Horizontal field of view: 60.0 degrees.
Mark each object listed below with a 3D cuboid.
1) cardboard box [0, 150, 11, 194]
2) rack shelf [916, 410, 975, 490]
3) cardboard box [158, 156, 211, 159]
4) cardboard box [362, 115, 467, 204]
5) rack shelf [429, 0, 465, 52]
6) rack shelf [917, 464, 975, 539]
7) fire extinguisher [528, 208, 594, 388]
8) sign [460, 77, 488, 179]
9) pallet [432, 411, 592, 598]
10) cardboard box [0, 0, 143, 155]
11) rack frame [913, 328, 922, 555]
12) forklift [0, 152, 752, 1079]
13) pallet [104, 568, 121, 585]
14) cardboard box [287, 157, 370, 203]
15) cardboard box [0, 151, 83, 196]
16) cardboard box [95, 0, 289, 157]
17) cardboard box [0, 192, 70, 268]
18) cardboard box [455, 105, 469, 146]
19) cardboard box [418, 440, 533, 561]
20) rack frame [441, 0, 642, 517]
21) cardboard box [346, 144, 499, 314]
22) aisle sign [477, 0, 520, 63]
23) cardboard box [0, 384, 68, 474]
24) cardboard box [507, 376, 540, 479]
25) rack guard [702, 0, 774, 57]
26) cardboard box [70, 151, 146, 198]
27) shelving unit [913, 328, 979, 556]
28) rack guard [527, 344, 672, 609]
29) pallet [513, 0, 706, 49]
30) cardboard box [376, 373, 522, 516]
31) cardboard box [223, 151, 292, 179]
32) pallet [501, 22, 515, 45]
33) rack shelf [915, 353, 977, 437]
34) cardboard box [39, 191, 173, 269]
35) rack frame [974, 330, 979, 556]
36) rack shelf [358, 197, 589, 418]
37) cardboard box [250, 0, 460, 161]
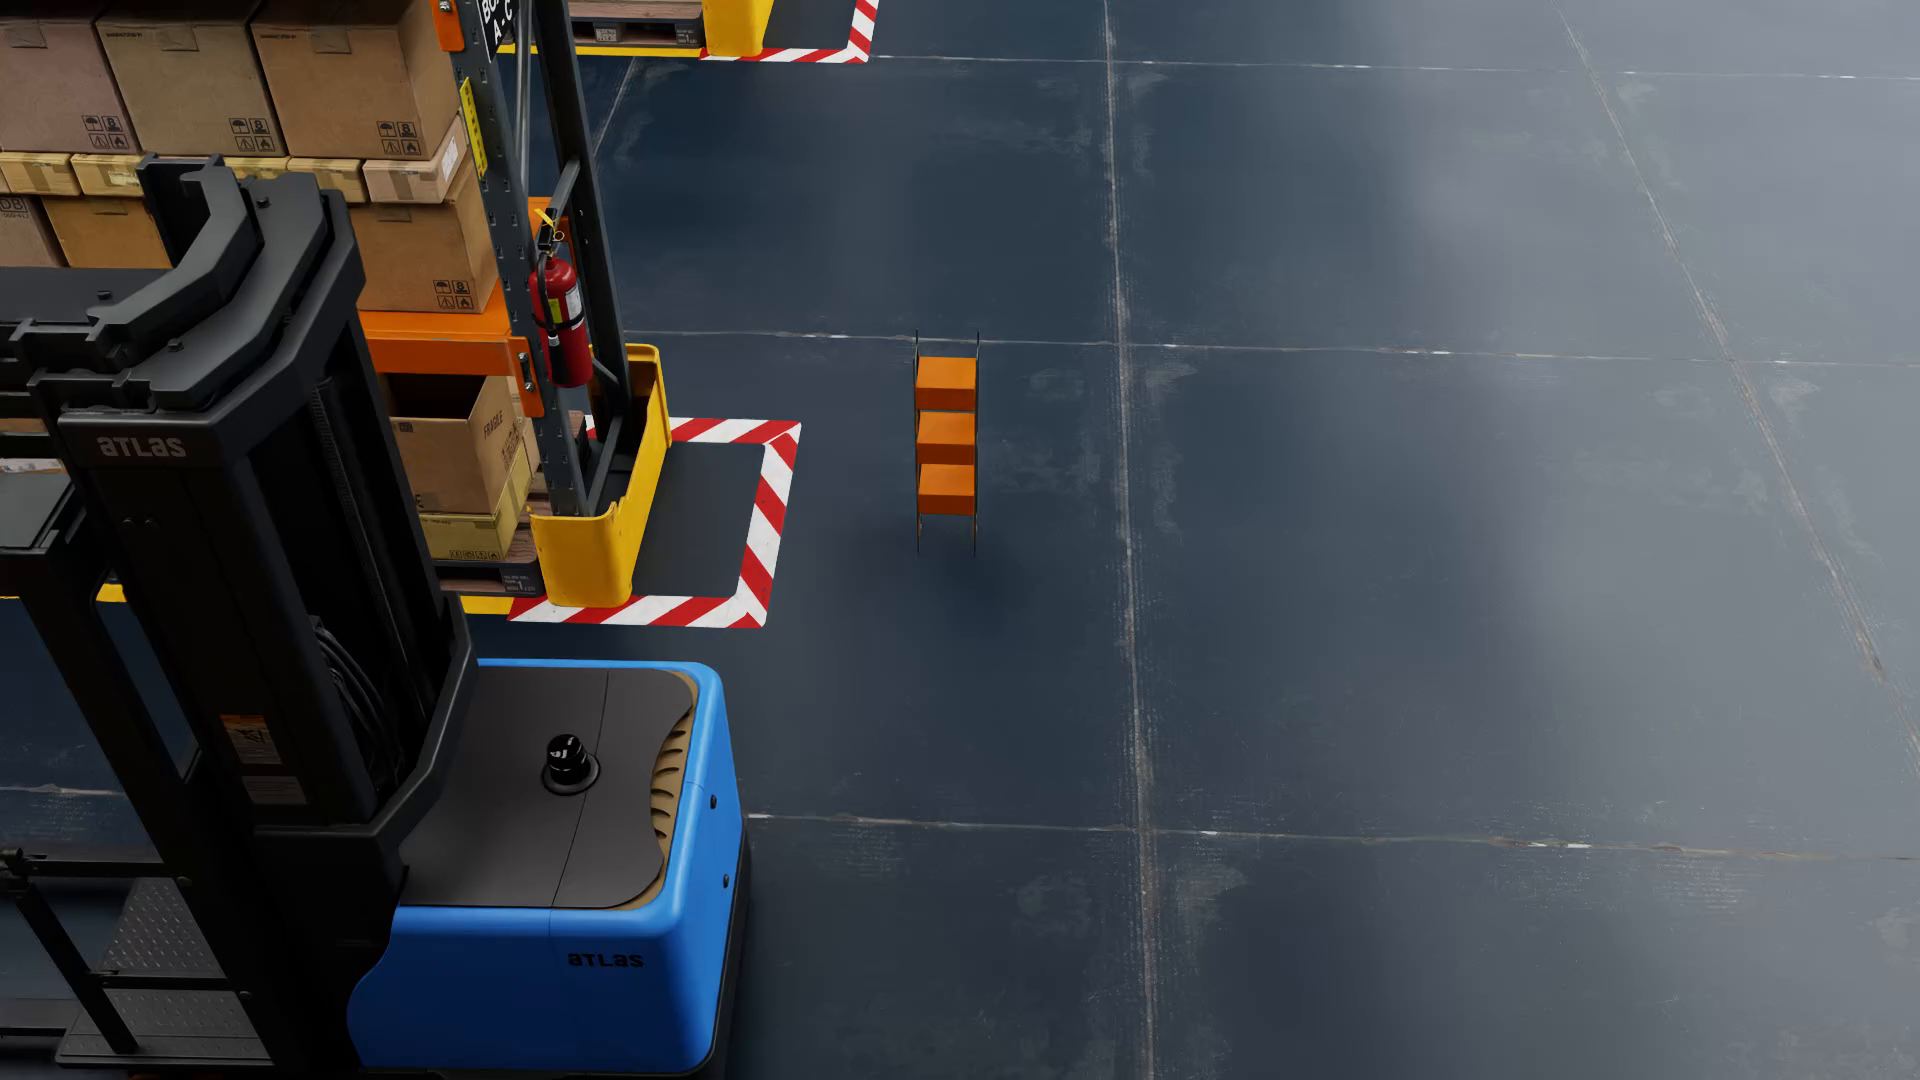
[{"bbox_3d":[-3.502,-1.417,6.021,0.250,0.149,0.380,1,43,1],"label":"cardboard box"},{"bbox_3d":[-0.053,-0.378,6.901,0.240,0.259,0.215,2,43,2],"label":"rack shelf"},{"bbox_3d":[-2.721,-1.395,5.997,0.250,0.149,0.380,2,43,2],"label":"cardboard box"},{"bbox_3d":[-1.953,-1.371,5.971,0.250,0.149,0.380,1,43,1],"label":"cardboard box"},{"bbox_3d":[-3.560,-2.110,5.642,4.000,0.370,1.077,2,43,2],"label":"rack shelf"},{"bbox_3d":[-0.053,-0.175,7.091,0.240,0.259,0.215,2,43,2],"label":"rack shelf"},{"bbox_3d":[-1.465,-0.866,6.036,0.183,0.674,0.296,2,43,2],"label":"fire extinguisher"},{"bbox_3d":[-1.601,-1.356,5.482,0.005,0.325,0.100,2,43,2],"label":"sign"},{"bbox_3d":[-2.328,-0.189,7.298,1.213,0.211,1.003,2,43,2],"label":"pallet"},{"bbox_3d":[-3.110,-1.778,5.933,0.500,0.500,0.700,2,43,2],"label":"cardboard box"},{"bbox_3d":[-0.175,-0.390,6.898,0.008,1.050,0.200,2,43,2],"label":"rack frame"},{"bbox_3d":[-2.261,0.406,4.664,3.031,2.935,1.130,1,43,1],"label":"forklift"},{"bbox_3d":[-3.544,-0.229,7.341,1.213,0.211,1.003,2,43,2],"label":"pallet"},{"bbox_3d":[-2.214,-1.378,5.979,0.250,0.149,0.380,3,43,3],"label":"cardboard box"},{"bbox_3d":[-3.246,-1.409,6.013,0.250,0.149,0.380,3,43,3],"label":"cardboard box"},{"bbox_3d":[-2.607,-1.763,5.917,0.500,0.500,0.700,1,43,1],"label":"cardboard box"},{"bbox_3d":[-3.575,-1.320,6.393,0.500,0.500,0.700,3,43,3],"label":"cardboard box"},{"bbox_3d":[-1.945,-1.647,6.268,0.250,0.149,0.380,1,43,2],"label":"cardboard box"},{"bbox_3d":[-2.111,-0.178,6.949,0.500,0.250,0.500,2,43,2],"label":"cardboard box"},{"bbox_3d":[-1.562,-1.215,6.353,0.127,3.000,1.000,2,43,2],"label":"rack frame"},{"bbox_3d":[-2.028,-1.274,6.344,0.500,0.500,0.700,2,43,2],"label":"cardboard box"},{"bbox_3d":[-1.510,-1.964,5.250,0.004,0.787,0.394,2,43,2],"label":"aisle sign"},{"bbox_3d":[-3.611,-0.487,6.732,0.500,0.500,0.500,2,43,2],"label":"cardboard box"},{"bbox_3d":[-2.088,-0.530,7.328,0.500,0.250,0.500,2,43,2],"label":"cardboard box"},{"bbox_3d":[-1.414,-3.643,10.794,0.348,0.500,1.175,2,43,2],"label":"rack guard"},{"bbox_3d":[-2.983,-1.402,6.006,0.250,0.149,0.380,3,43,3],"label":"cardboard box"},{"bbox_3d":[-0.053,-0.386,6.894,0.252,1.050,0.215,2,43,2],"label":"shelving unit"},{"bbox_3d":[-1.538,-0.299,7.205,0.348,0.500,1.175,2,43,2],"label":"rack guard"},{"bbox_3d":[-2.225,-3.566,10.923,1.213,0.211,1.003,2,43,2],"label":"pallet"},{"bbox_3d":[-2.112,-0.450,6.692,0.500,0.500,0.500,2,43,2],"label":"cardboard box"},{"bbox_3d":[-2.470,-1.385,5.987,0.250,0.149,0.380,1,43,1],"label":"cardboard box"},{"bbox_3d":[-3.440,-3.605,10.965,1.213,0.211,1.003,2,43,2],"label":"pallet"},{"bbox_3d":[-0.053,-0.586,6.708,0.240,0.259,0.215,2,43,2],"label":"rack shelf"},{"bbox_3d":[-3.049,-1.306,6.378,0.500,0.500,0.700,2,43,2],"label":"cardboard box"},{"bbox_3d":[0.068,-0.382,6.890,0.008,1.050,0.200,2,43,2],"label":"rack frame"},{"bbox_3d":[-3.560,-1.013,6.664,4.000,0.370,1.077,2,43,2],"label":"rack shelf"},{"bbox_3d":[-2.081,-1.751,5.903,0.500,0.500,0.700,2,43,2],"label":"cardboard box"}]
